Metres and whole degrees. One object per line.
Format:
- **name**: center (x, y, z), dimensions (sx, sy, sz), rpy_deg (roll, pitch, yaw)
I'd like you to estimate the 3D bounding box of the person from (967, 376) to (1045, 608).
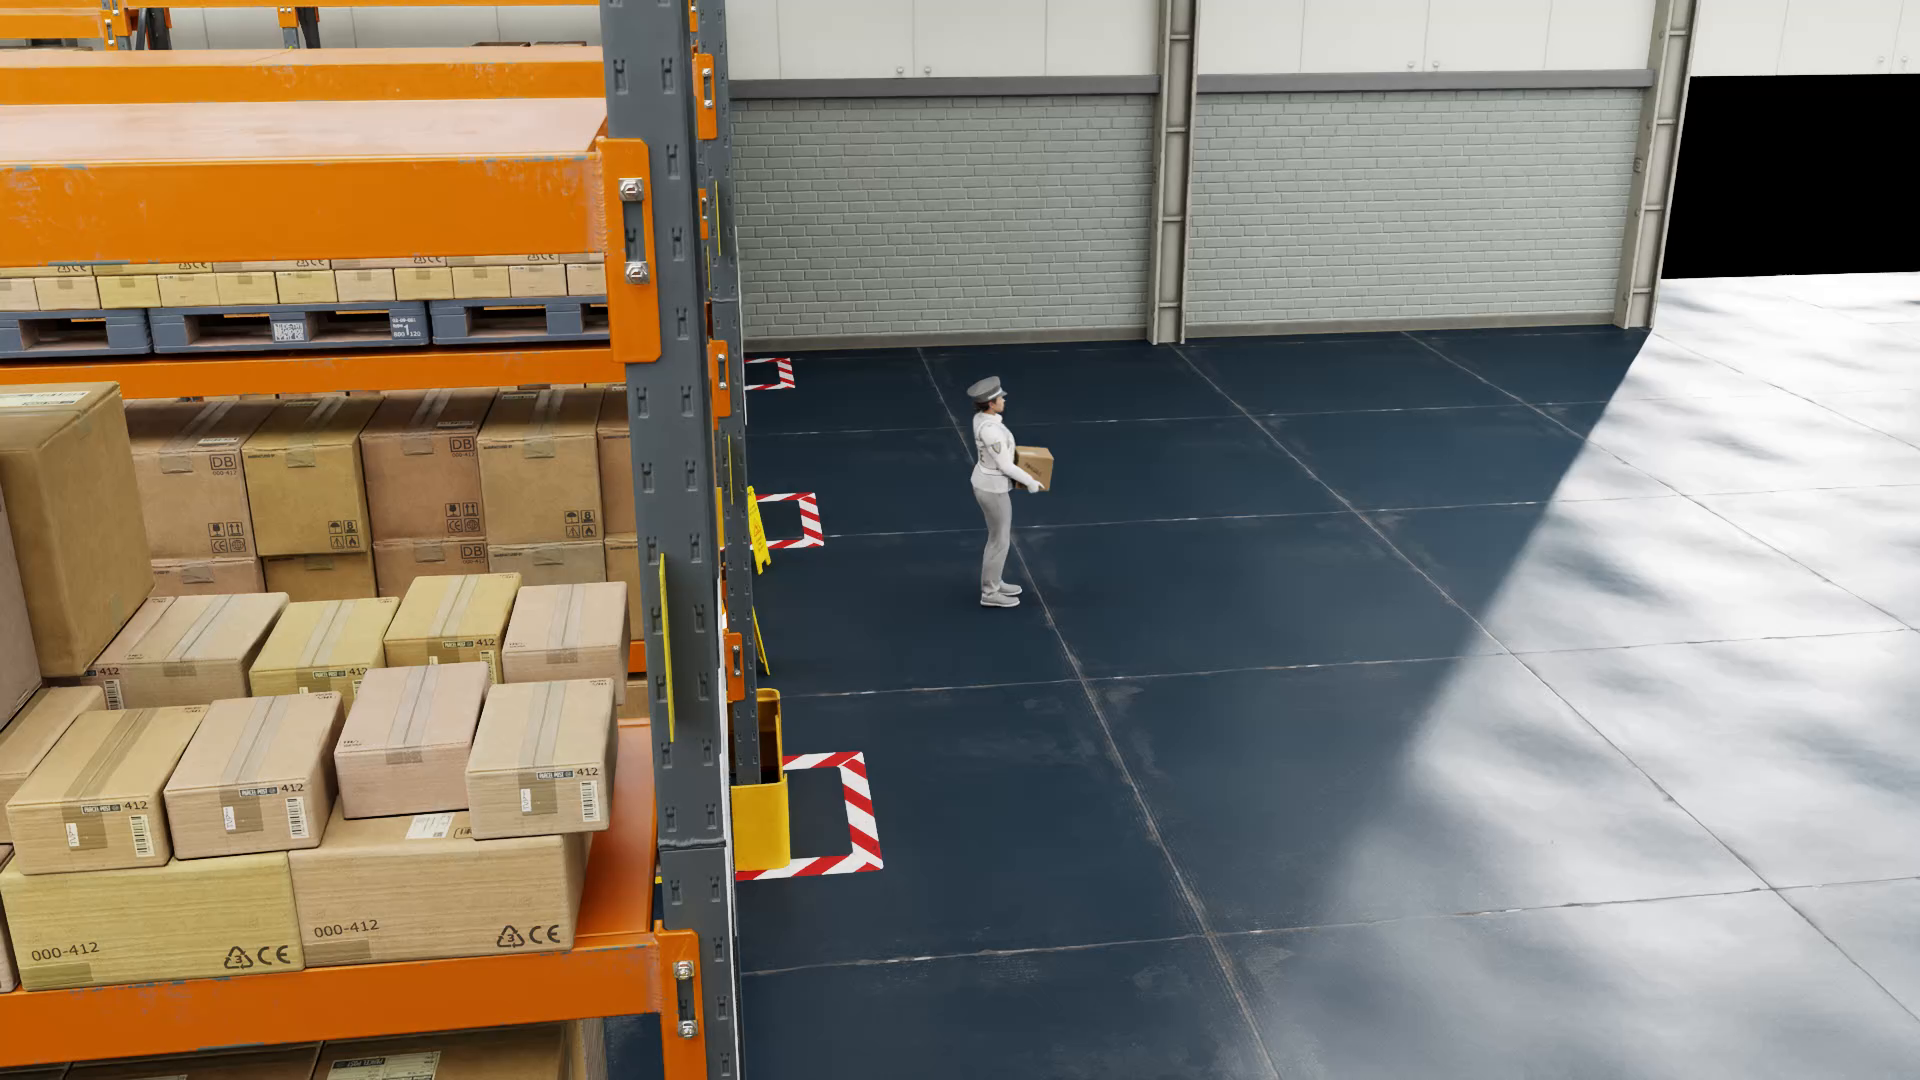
- **person**: center (0.322, -0.356, 12.015), dimensions (0.536, 1.690, 0.460), rpy_deg (-3, 20, -7)
